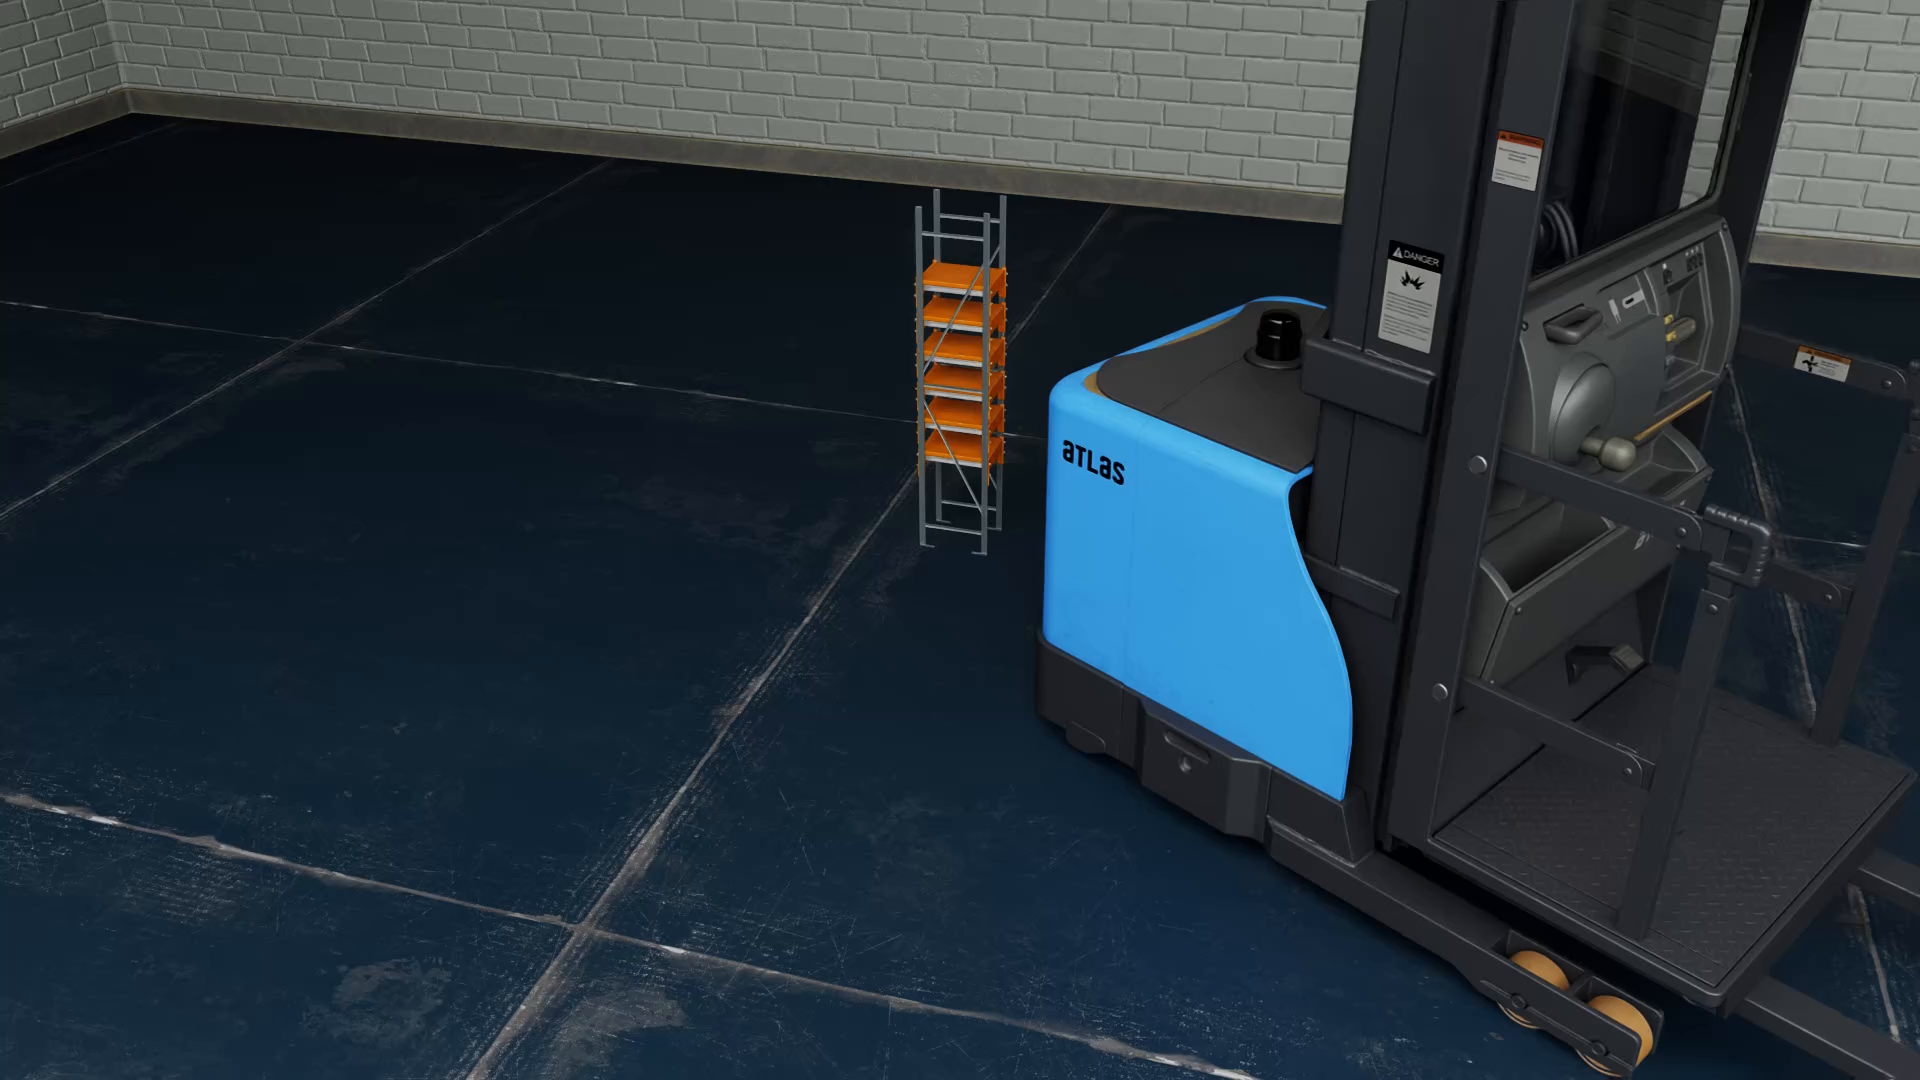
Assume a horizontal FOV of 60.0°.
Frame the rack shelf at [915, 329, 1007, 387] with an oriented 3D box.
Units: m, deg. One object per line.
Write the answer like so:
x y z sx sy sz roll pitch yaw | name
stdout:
0.004 -0.597 5.434 0.258 0.103 0.180 8 30 15 | rack shelf

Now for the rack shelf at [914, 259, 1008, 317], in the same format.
0.004 -0.807 5.317 0.258 0.103 0.180 8 30 15 | rack shelf

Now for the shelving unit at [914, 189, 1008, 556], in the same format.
0.004 -0.531 5.470 0.258 1.200 0.189 8 30 15 | shelving unit

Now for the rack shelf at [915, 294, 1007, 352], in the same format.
0.004 -0.702 5.375 0.258 0.103 0.180 8 30 15 | rack shelf

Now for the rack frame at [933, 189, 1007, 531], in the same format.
0.031 -0.574 5.547 0.240 1.200 0.006 8 30 15 | rack frame

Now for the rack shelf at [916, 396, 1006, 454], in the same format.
0.004 -0.387 5.550 0.258 0.103 0.180 8 30 15 | rack shelf

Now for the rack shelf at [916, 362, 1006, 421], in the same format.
0.004 -0.492 5.492 0.258 0.103 0.180 8 30 15 | rack shelf

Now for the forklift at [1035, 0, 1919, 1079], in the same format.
1.594 -0.394 3.443 1.130 2.935 3.031 -25 38 -37 | forklift

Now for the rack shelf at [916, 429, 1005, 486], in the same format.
0.004 -0.282 5.609 0.258 0.103 0.180 8 30 15 | rack shelf

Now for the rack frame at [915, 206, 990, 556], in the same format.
-0.023 -0.489 5.394 0.240 1.200 0.006 8 30 15 | rack frame
